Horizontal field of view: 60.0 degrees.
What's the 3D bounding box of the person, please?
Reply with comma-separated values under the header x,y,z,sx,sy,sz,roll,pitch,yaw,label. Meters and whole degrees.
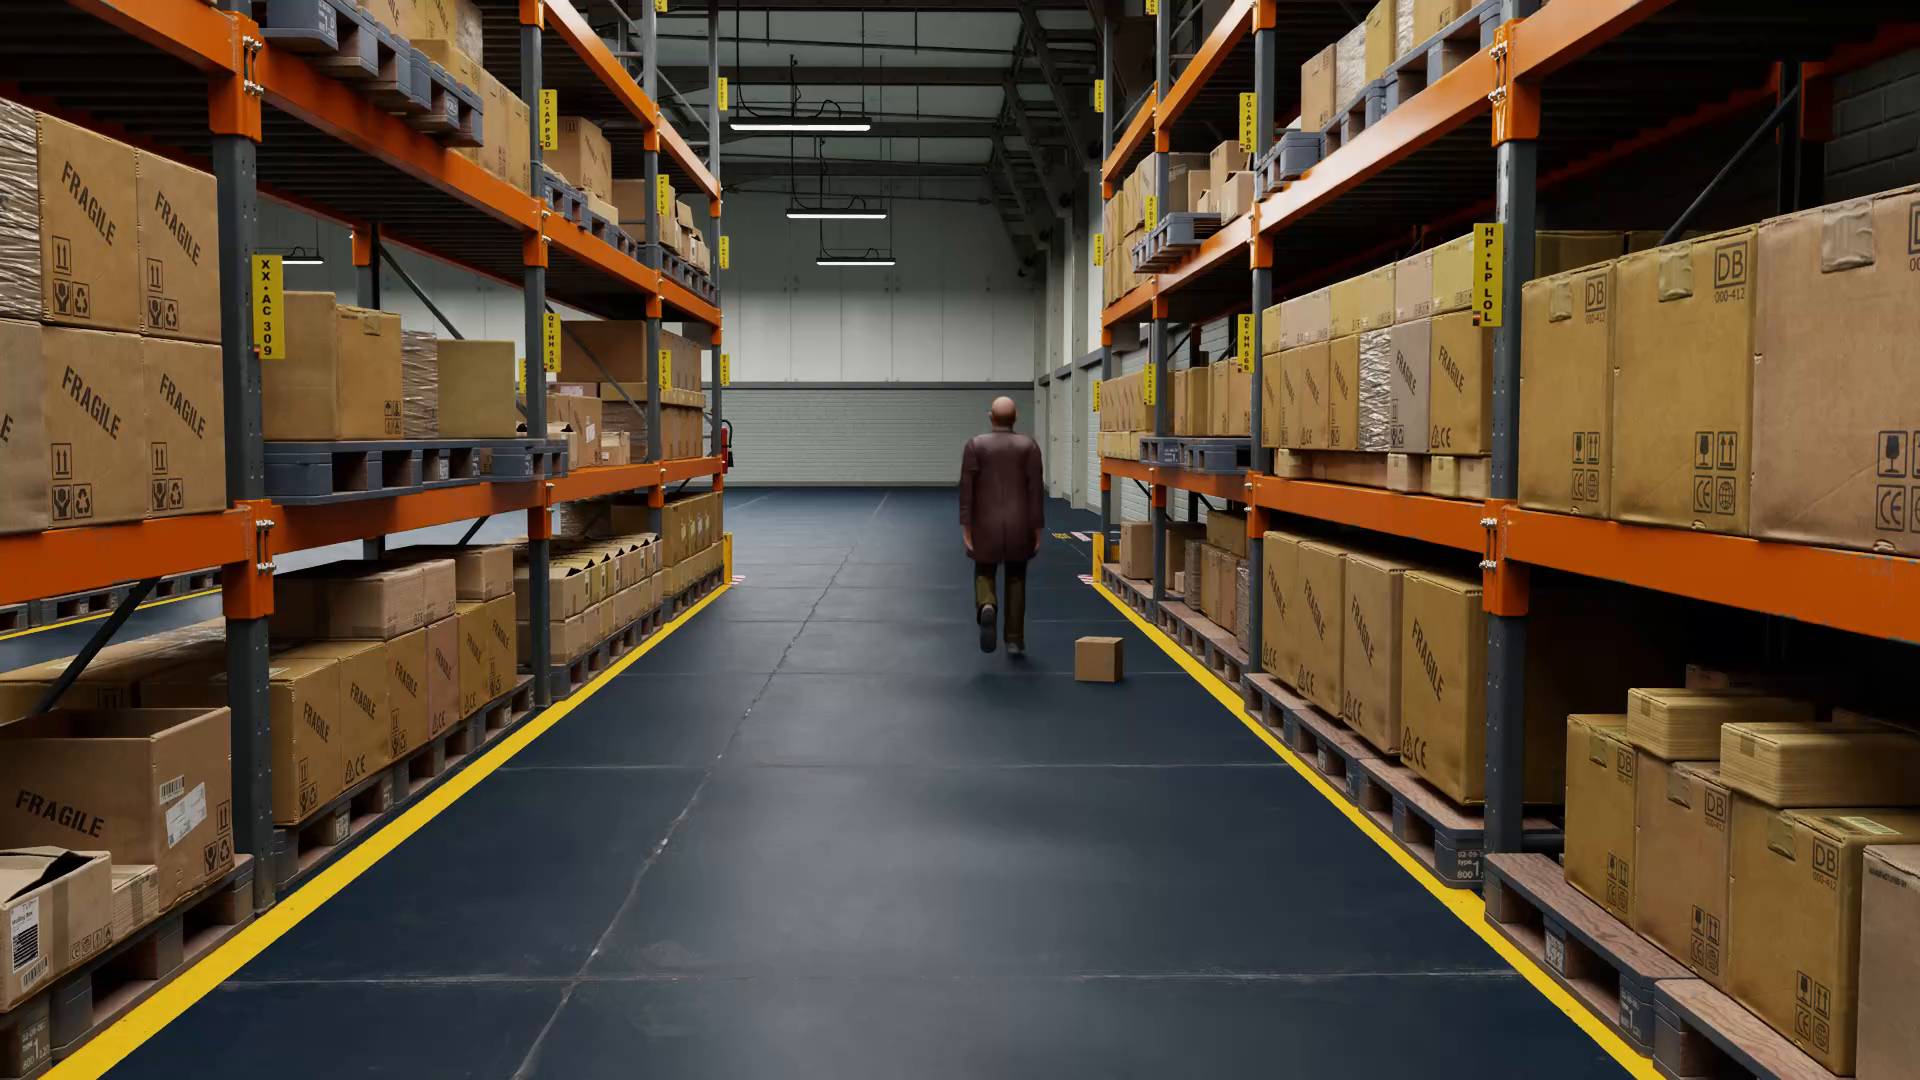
x,y,z,sx,sy,sz,roll,pitch,yaw,label
0.282,-0.095,11.339,0.586,1.764,0.677,0,4,3,person
